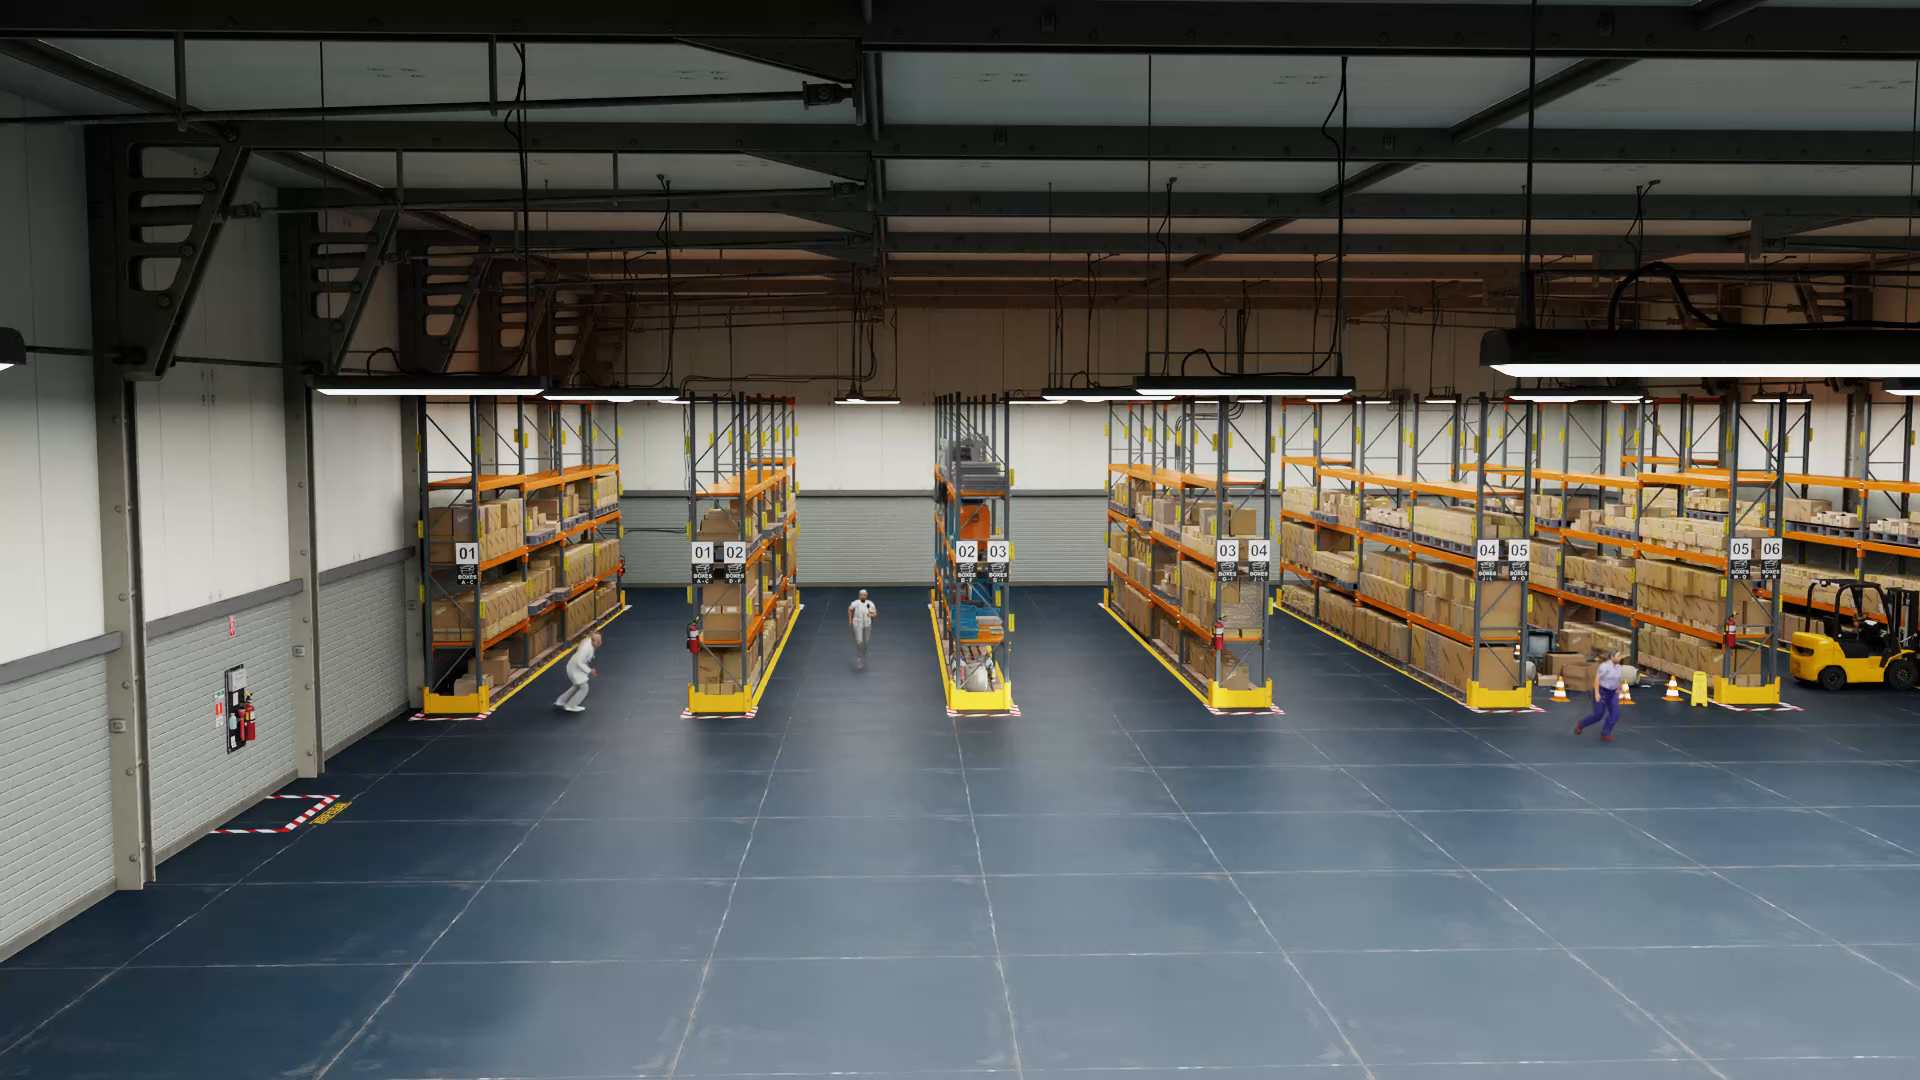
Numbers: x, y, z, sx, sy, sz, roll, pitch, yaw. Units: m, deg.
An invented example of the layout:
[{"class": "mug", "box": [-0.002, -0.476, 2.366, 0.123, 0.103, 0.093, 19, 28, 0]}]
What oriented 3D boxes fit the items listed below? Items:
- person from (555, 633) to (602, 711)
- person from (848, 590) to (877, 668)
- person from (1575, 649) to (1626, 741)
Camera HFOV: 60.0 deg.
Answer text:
[{"class": "person", "box": [-7.161, 2.481, 31.184, 0.947, 1.502, 0.734, 0, 5, -2]}, {"class": "person", "box": [-2.151, 1.948, 36.798, 0.586, 1.725, 0.823, -1, 5, -14]}, {"class": "person", "box": [11.055, 2.638, 28.665, 0.646, 1.585, 0.686, -3, 6, -34]}]
